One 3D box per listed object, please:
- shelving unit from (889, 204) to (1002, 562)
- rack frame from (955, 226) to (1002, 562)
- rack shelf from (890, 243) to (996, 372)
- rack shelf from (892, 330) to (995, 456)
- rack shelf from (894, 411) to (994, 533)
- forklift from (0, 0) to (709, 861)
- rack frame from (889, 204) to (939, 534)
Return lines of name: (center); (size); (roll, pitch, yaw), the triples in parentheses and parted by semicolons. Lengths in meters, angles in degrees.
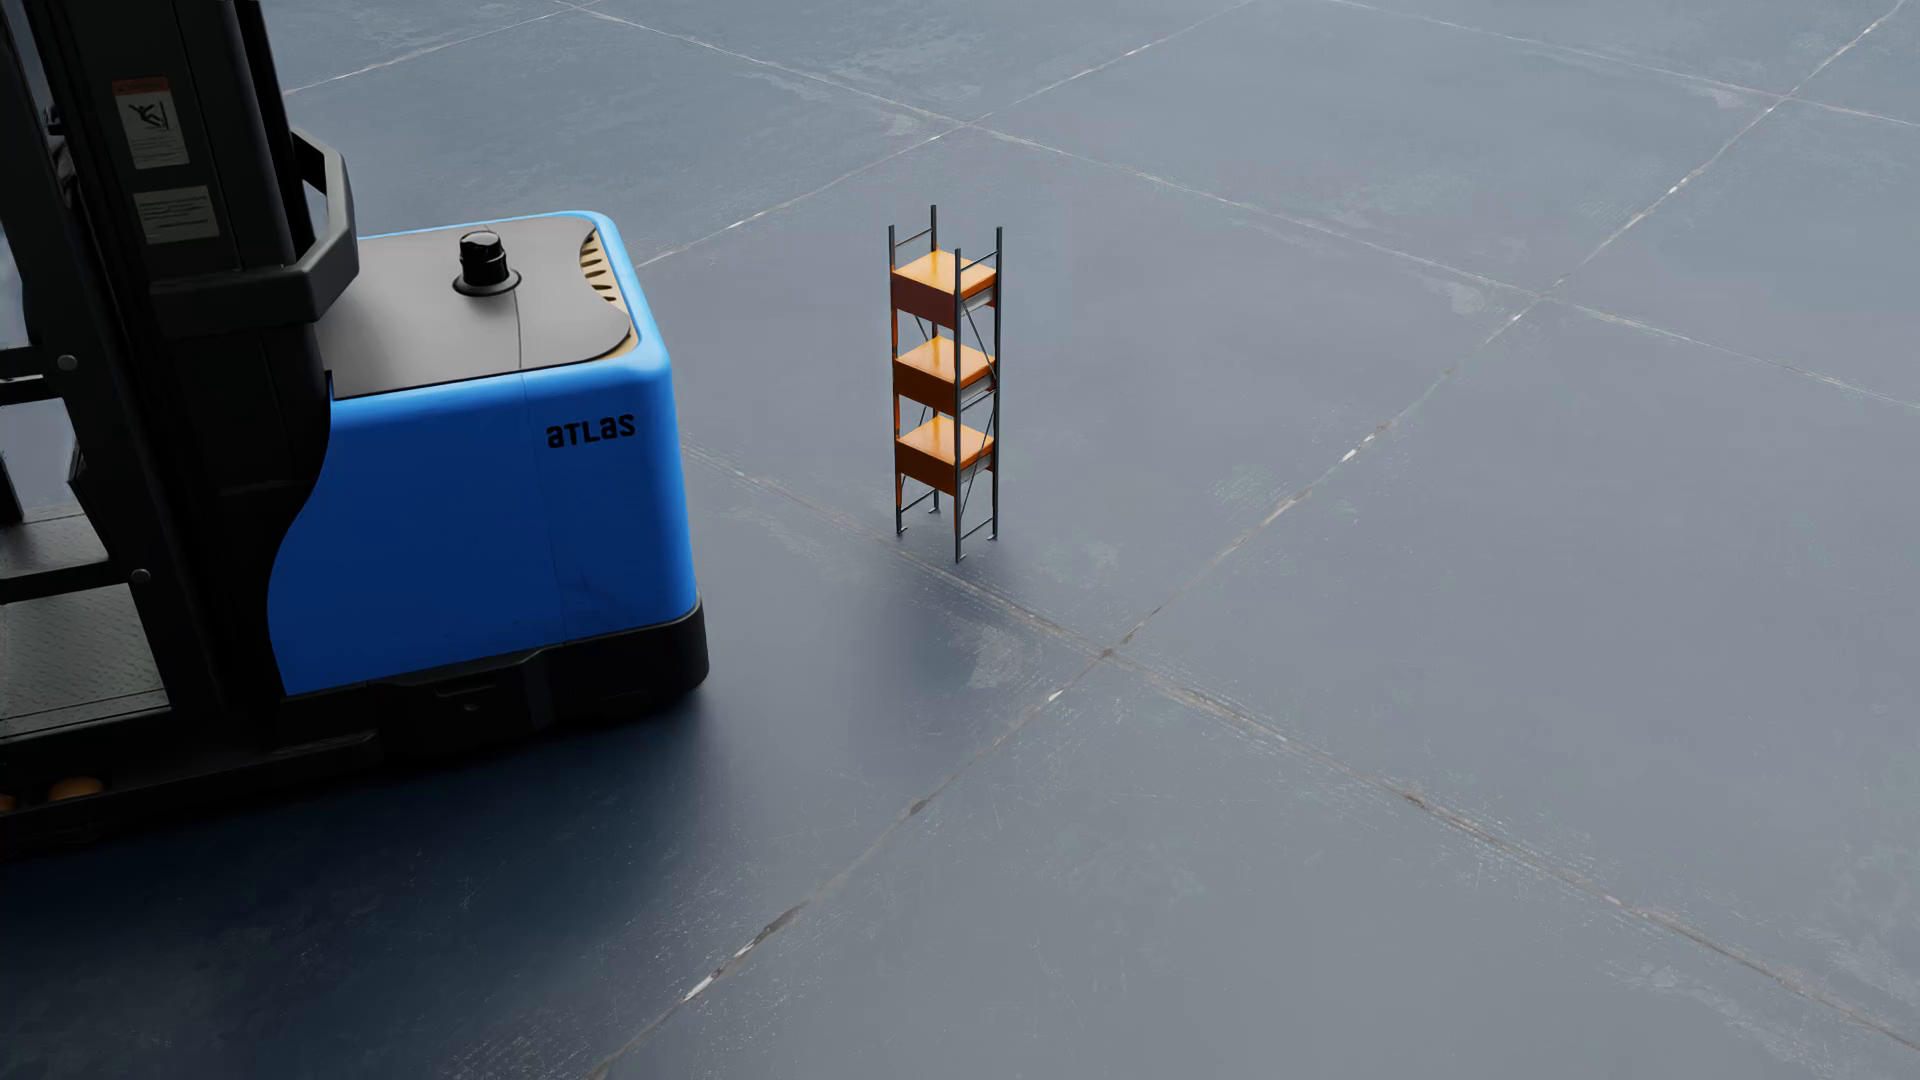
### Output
shelving unit: (-0.041, -0.452, 4.981); (0.252, 1.050, 0.215); (25, 42, 32)
rack frame: (0.053, -0.408, 4.917); (0.008, 1.050, 0.200); (25, 42, 32)
rack shelf: (-0.041, -0.677, 4.826); (0.240, 0.259, 0.215); (25, 42, 32)
rack shelf: (-0.041, -0.443, 4.987); (0.240, 0.259, 0.215); (25, 42, 32)
rack shelf: (-0.041, -0.214, 5.144); (0.240, 0.259, 0.215); (25, 42, 32)
forklift: (-2.268, -0.754, 3.759); (3.031, 2.935, 1.130); (-11, 36, -15)
rack frame: (-0.135, -0.496, 5.045); (0.008, 1.050, 0.200); (25, 42, 32)
